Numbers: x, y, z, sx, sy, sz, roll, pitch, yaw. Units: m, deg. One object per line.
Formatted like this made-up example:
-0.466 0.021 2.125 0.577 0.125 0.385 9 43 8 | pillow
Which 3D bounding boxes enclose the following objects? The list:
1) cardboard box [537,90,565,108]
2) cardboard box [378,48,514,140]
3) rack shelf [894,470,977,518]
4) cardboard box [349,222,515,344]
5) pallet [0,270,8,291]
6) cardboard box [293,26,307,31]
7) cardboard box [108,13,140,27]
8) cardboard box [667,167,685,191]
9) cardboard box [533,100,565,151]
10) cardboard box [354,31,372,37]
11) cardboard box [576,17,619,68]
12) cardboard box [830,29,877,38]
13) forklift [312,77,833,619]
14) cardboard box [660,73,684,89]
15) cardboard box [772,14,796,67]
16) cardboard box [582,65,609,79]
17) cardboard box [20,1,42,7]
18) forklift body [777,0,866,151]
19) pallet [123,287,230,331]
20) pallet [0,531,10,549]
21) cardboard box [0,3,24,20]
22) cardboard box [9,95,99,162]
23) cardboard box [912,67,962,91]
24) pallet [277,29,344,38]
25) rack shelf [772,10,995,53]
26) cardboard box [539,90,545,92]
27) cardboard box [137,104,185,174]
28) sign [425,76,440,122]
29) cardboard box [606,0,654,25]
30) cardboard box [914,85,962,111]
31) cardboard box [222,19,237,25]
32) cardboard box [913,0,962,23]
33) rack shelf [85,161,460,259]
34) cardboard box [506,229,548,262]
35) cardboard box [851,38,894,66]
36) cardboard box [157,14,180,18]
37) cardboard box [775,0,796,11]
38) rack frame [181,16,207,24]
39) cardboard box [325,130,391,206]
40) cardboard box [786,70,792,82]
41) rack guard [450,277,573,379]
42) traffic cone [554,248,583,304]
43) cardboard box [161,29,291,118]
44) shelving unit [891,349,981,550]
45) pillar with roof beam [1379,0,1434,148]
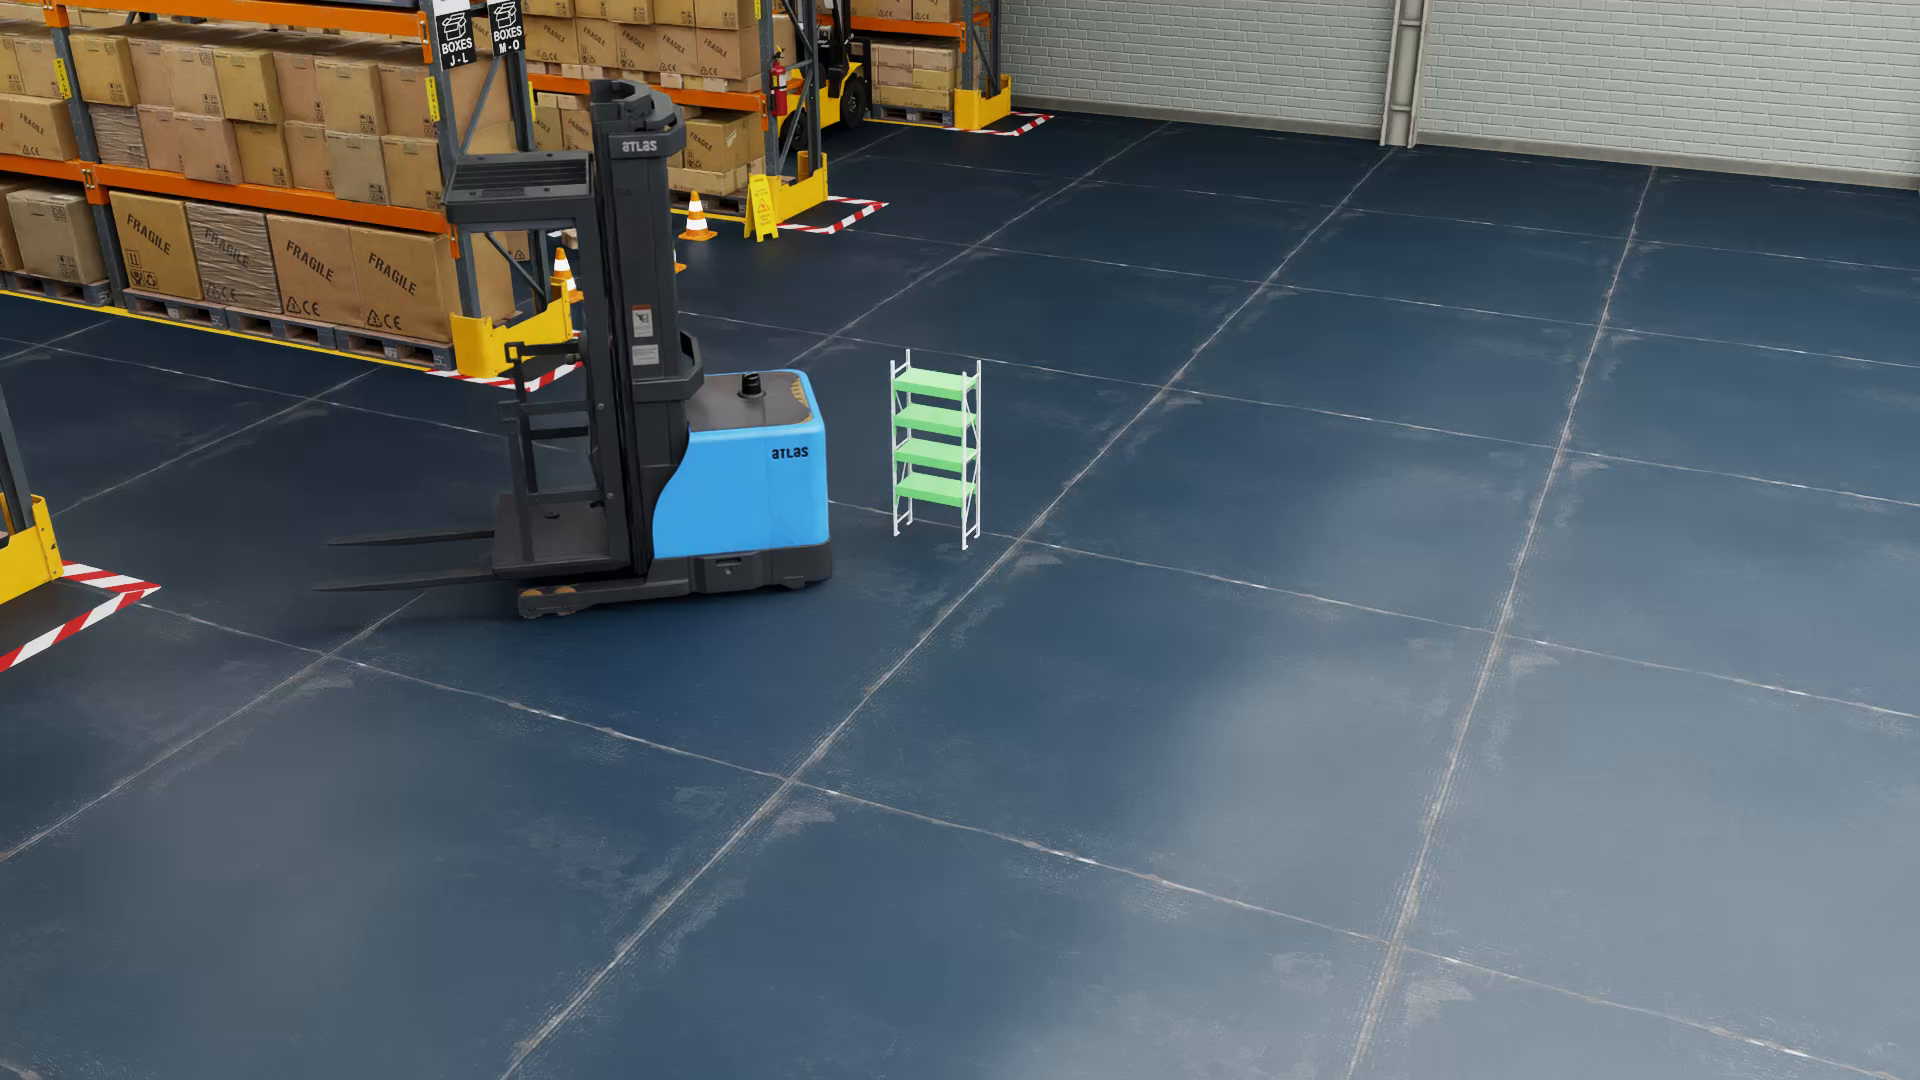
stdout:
-4.428 -4.871 18.301 0.250 0.149 0.380 13 29 24 | cardboard box
-4.048 -3.540 13.152 0.550 0.550 0.875 11 28 22 | cardboard box
-0.151 -0.296 10.681 0.480 0.148 0.258 11 28 22 | rack shelf
-4.371 -2.238 13.829 0.875 0.875 0.875 12 28 22 | cardboard box
-9.216 -2.719 16.033 1.213 0.211 1.003 11 28 22 | pallet
-7.593 -6.077 19.506 0.250 0.149 0.380 13 29 24 | cardboard box
-10.092 -6.384 20.491 0.500 0.250 0.500 12 29 23 | cardboard box
-3.085 -4.006 18.129 0.500 0.250 0.500 11 28 22 | cardboard box
-4.493 -4.627 18.540 0.500 0.500 0.500 13 29 24 | cardboard box
-6.709 -5.837 19.019 0.250 0.149 0.380 12 29 22 | cardboard box
-3.739 -5.367 17.805 0.500 0.500 0.500 12 29 22 | cardboard box
-1.448 -6.760 22.590 0.500 0.250 0.500 11 28 21 | cardboard box
-2.350 -1.107 9.680 3.031 2.935 1.130 -5 27 -10 | forklift
-2.947 -4.876 17.541 0.250 0.149 0.380 12 29 23 | cardboard box
-2.086 -5.290 17.649 0.500 0.500 0.500 11 28 21 | cardboard box
-3.855 -5.073 17.943 0.250 0.149 0.380 11 28 22 | cardboard box
-11.475 -6.884 20.940 0.500 0.250 0.500 12 29 22 | cardboard box
-2.200 -6.143 20.792 1.214 2.155 2.313 11 28 22 | forklift body
-6.708 -2.215 15.010 1.213 0.211 1.003 11 28 22 | pallet
-6.666 0.145 10.216 1.213 0.211 1.003 11 28 22 | pallet
-11.930 -6.760 21.254 0.500 0.250 0.500 11 28 21 | cardboard box
-7.954 -3.669 14.693 0.500 0.500 0.500 11 28 21 | cardboard box
-0.291 -6.053 21.719 0.500 0.250 0.500 11 28 21 | cardboard box
-7.233 -5.945 19.646 1.213 0.211 1.003 11 28 22 | pallet
-1.539 -6.953 22.291 4.000 0.370 1.077 11 28 22 | rack shelf
-4.761 -4.936 19.169 0.500 0.500 0.500 11 28 21 | cardboard box
-6.517 -3.550 14.394 0.550 0.550 0.875 11 28 22 | cardboard box
-3.964 -3.315 12.508 0.005 0.325 0.100 11 28 22 | sign
-3.290 -5.694 17.337 0.500 0.500 0.700 11 28 21 | cardboard box
-0.277 -5.824 21.821 0.500 0.250 0.500 12 28 22 | cardboard box
-8.590 -6.253 19.863 0.250 0.149 0.380 10 28 19 | cardboard box
-0.275 -6.940 21.336 0.500 0.500 0.500 11 28 21 | cardboard box
-5.547 -2.948 14.156 4.000 0.370 1.077 11 28 22 | rack shelf
-4.417 -3.097 16.471 0.637 0.503 0.797 -7 27 -14 | cardboard box
-1.197 -6.452 21.964 0.500 0.250 0.500 12 29 22 | cardboard box
-9.598 -6.520 20.201 0.500 0.250 0.500 11 28 22 | cardboard box
-2.121 -7.320 22.108 0.500 0.500 0.500 11 28 21 | cardboard box
-9.052 -6.377 20.306 0.127 3.000 1.000 11 28 22 | rack frame
-4.593 -3.114 13.509 0.550 0.550 0.875 11 28 22 | cardboard box
-1.993 -4.946 17.685 0.250 0.149 0.380 11 28 22 | cardboard box
-3.705 -1.779 13.798 0.348 0.500 1.175 11 28 22 | rack guard
-3.622 -2.435 15.172 0.334 0.463 0.336 11 28 22 | traffic cone
-6.063 -3.899 13.881 0.550 0.550 0.875 11 28 22 | cardboard box
-0.151 -0.569 10.546 0.503 1.200 0.258 11 28 22 | shelving unit
3.701 -7.264 15.315 0.400 9.000 9.100 11 28 22 | pillar with roof beam
